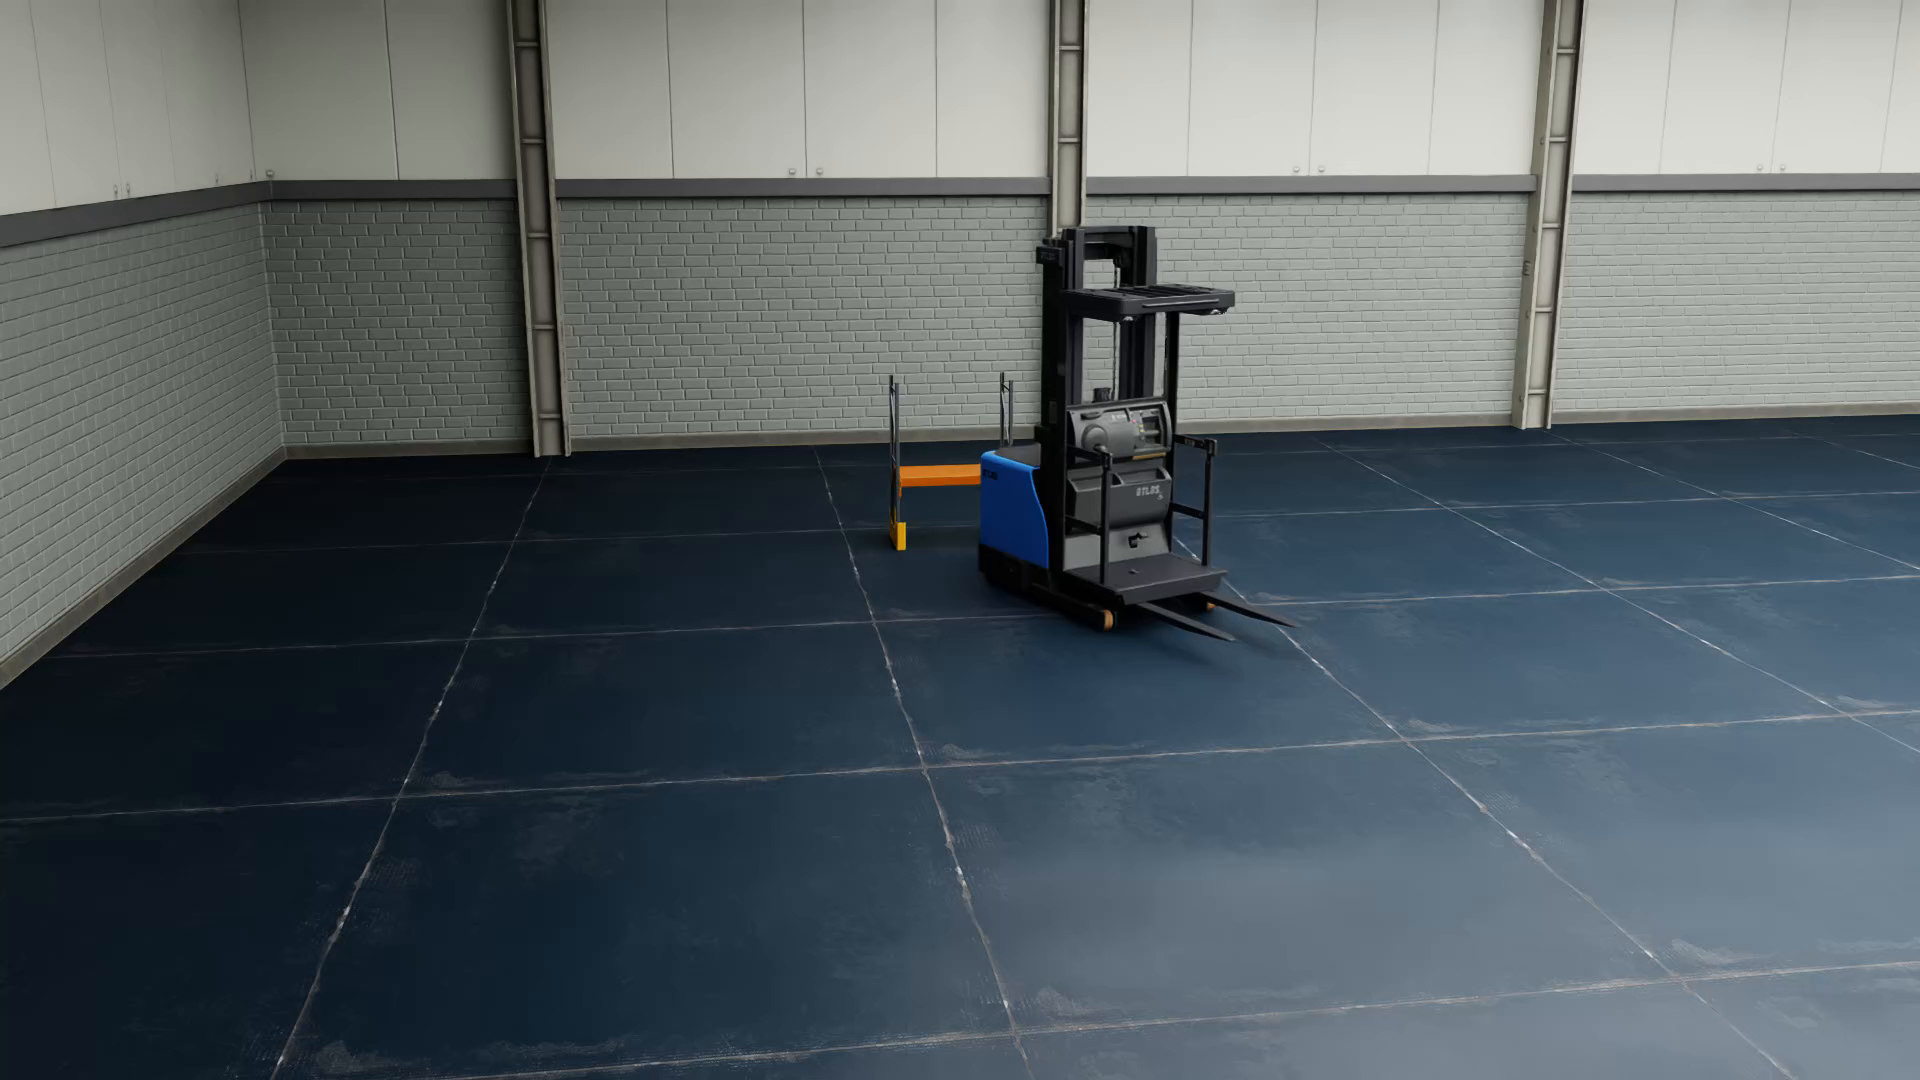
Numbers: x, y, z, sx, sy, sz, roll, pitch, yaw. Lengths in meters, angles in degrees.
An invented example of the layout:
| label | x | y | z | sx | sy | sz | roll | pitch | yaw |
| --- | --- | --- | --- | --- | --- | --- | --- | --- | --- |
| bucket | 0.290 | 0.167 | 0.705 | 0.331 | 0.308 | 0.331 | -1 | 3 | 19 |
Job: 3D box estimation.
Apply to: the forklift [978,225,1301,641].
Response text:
| label | x | y | z | sx | sy | sz | roll | pitch | yaw |
| --- | --- | --- | --- | --- | --- | --- | --- | --- | --- |
| forklift | 1.356 | -0.866 | 12.651 | 1.130 | 2.935 | 3.031 | -9 | 16 | -31 |

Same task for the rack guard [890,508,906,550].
| label | x | y | z | sx | sy | sz | roll | pitch | yaw |
| --- | --- | --- | --- | --- | --- | --- | --- | --- | --- |
| rack guard | -0.568 | -0.100 | 15.108 | 0.087 | 0.250 | 0.587 | -2 | 14 | -8 |

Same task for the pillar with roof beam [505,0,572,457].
| label | x | y | z | sx | sy | sz | roll | pitch | yaw |
| --- | --- | --- | --- | --- | --- | --- | --- | --- | --- |
| pillar with roof beam | -4.052 | -4.322 | 13.954 | 0.400 | 9.000 | 9.100 | -2 | 14 | -8 |

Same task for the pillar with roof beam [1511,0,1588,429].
| label | x | y | z | sx | sy | sz | roll | pitch | yaw |
| --- | --- | --- | --- | --- | --- | --- | --- | --- | --- |
| pillar with roof beam | 7.814 | -4.756 | 15.688 | 0.400 | 9.000 | 9.100 | -2 | 14 | -8 |

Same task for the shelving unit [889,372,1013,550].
| label | x | y | z | sx | sy | sz | roll | pitch | yaw |
| --- | --- | --- | --- | --- | --- | --- | --- | --- | --- |
| shelving unit | -0.075 | -0.725 | 15.028 | 1.083 | 1.500 | 0.587 | -2 | 14 | -8 |

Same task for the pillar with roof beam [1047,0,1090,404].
| label | x | y | z | sx | sy | sz | roll | pitch | yaw |
| --- | --- | --- | --- | --- | --- | --- | --- | --- | --- |
| pillar with roof beam | 1.881 | -4.539 | 14.821 | 0.400 | 9.000 | 9.100 | -2 | 14 | -8 |

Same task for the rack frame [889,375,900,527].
| label | x | y | z | sx | sy | sz | roll | pitch | yaw |
| --- | --- | --- | --- | --- | --- | --- | --- | --- | --- |
| rack frame | -0.587 | -0.706 | 14.954 | 0.032 | 1.500 | 0.500 | -2 | 14 | -8 |

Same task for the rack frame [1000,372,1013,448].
| label | x | y | z | sx | sy | sz | roll | pitch | yaw |
| --- | --- | --- | --- | --- | --- | --- | --- | --- | --- |
| rack frame | 0.418 | -0.743 | 15.101 | 0.032 | 1.500 | 0.500 | -2 | 14 | -8 |

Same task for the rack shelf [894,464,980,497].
| label | x | y | z | sx | sy | sz | roll | pitch | yaw |
| --- | --- | --- | --- | --- | --- | --- | --- | --- | --- |
| rack shelf | -0.084 | -0.550 | 15.071 | 1.000 | 0.185 | 0.538 | -2 | 14 | -8 |
